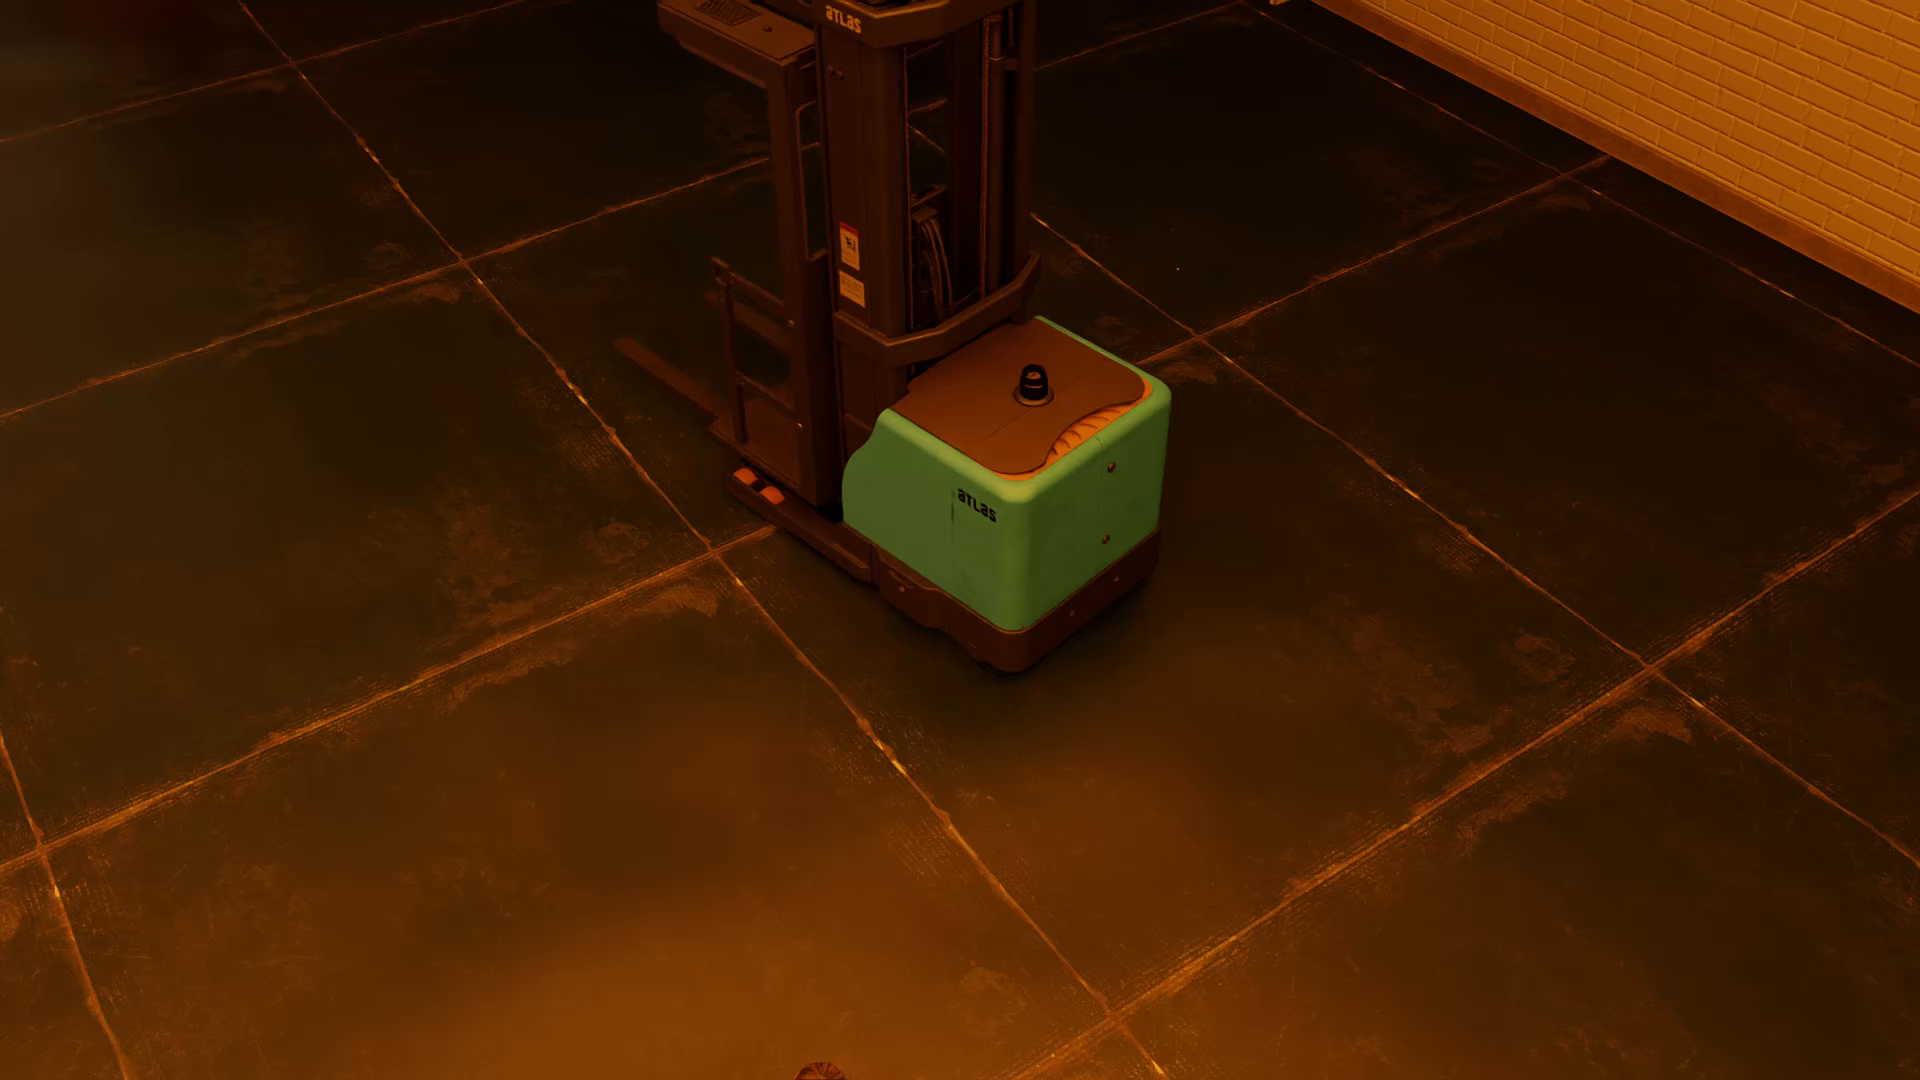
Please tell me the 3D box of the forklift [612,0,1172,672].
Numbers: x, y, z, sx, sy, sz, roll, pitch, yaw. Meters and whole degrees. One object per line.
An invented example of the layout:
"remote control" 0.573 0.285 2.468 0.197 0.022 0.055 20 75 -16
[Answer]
"forklift" -0.497 -1.395 7.229 3.031 2.935 1.130 33 52 31

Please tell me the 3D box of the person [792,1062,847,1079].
"person" -0.320 2.008 4.468 0.569 1.656 0.503 -22 47 -22
